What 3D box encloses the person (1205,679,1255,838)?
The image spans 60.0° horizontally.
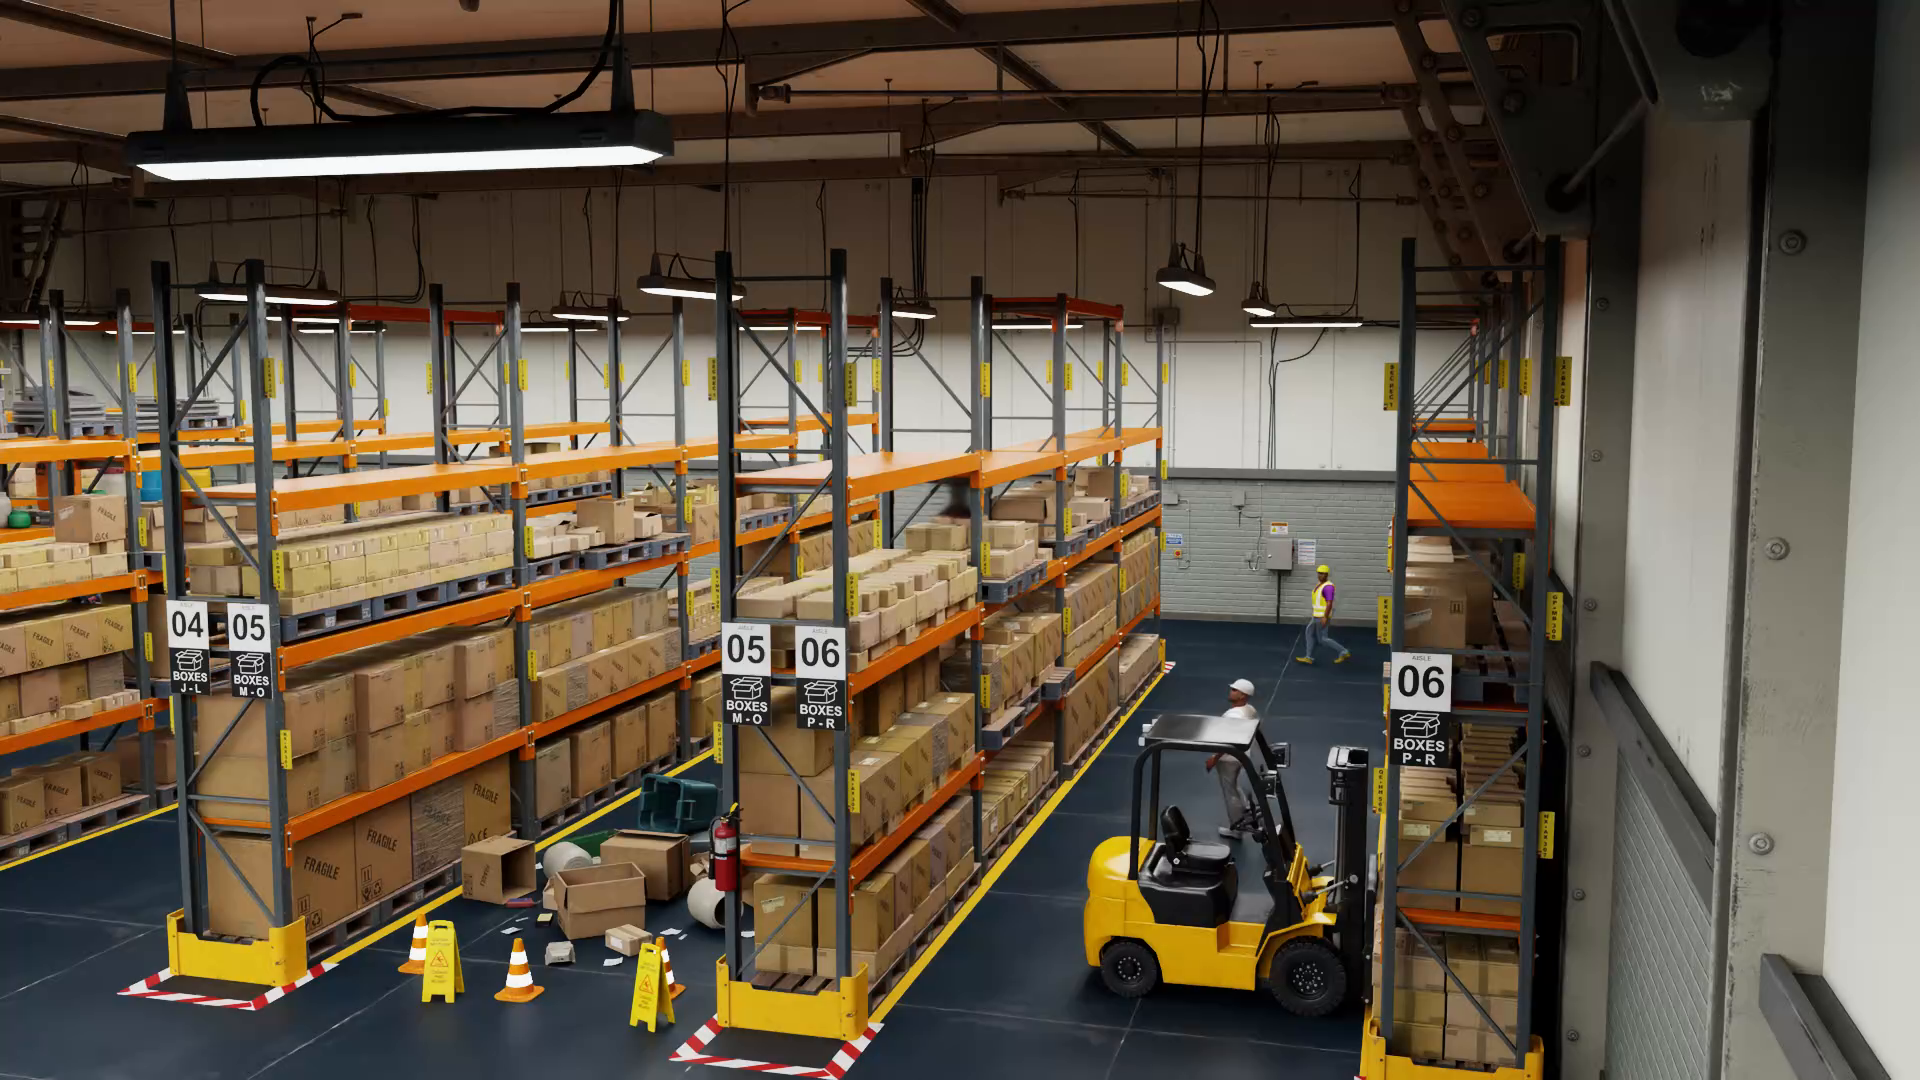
[{"bbox_3d":[2.954,2.371,18.091,0.619,1.749,0.514,-6,8,-43],"label":"person"}]

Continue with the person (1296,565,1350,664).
[{"bbox_3d":[6.244,1.287,28.516,0.933,1.726,0.689,2,6,16],"label":"person"}]
